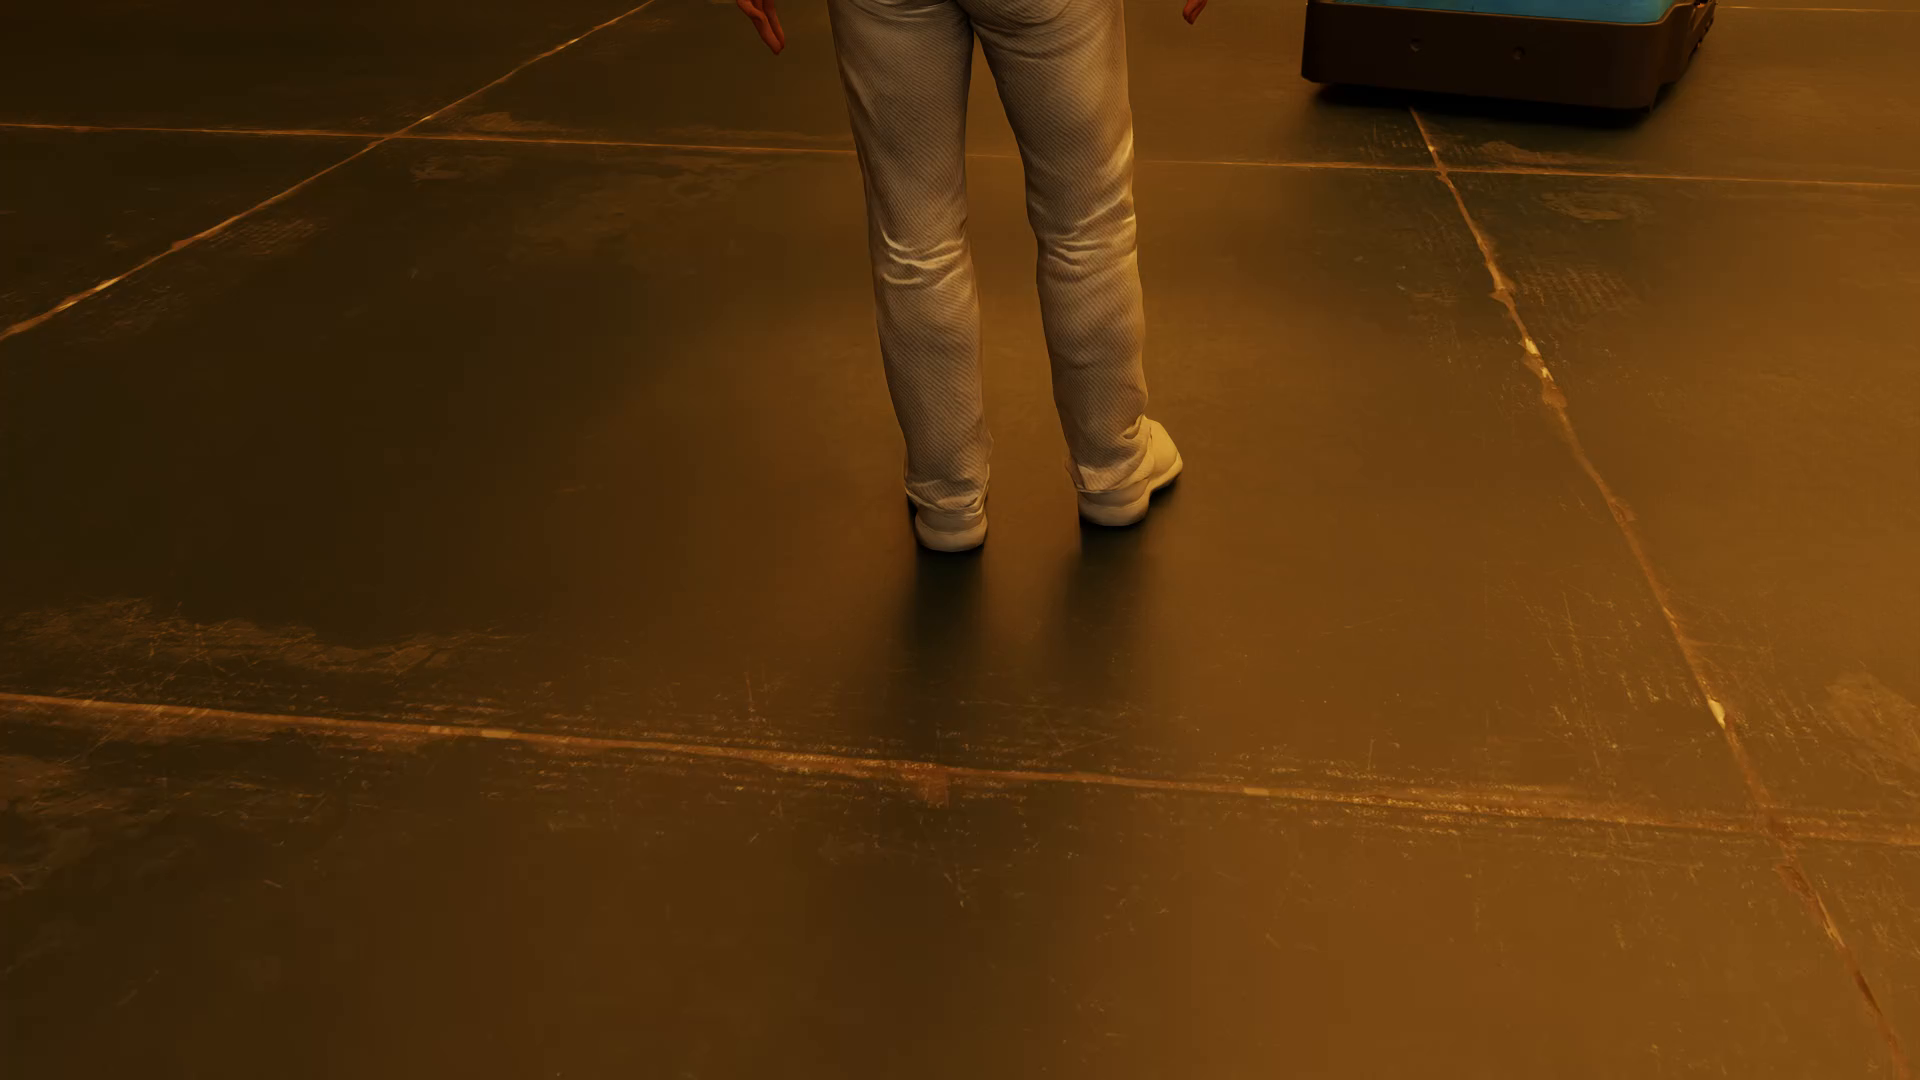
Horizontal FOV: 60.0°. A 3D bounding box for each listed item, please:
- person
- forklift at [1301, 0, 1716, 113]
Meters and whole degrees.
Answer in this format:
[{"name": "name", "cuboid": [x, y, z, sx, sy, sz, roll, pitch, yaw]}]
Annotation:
[{"name": "person", "cuboid": [0.016, -0.824, 2.164, 0.665, 1.759, 0.577, 3, 27, 7]}, {"name": "forklift", "cuboid": [2.204, -3.200, 5.631, 1.130, 2.935, 3.031, 13, 29, 24]}]
